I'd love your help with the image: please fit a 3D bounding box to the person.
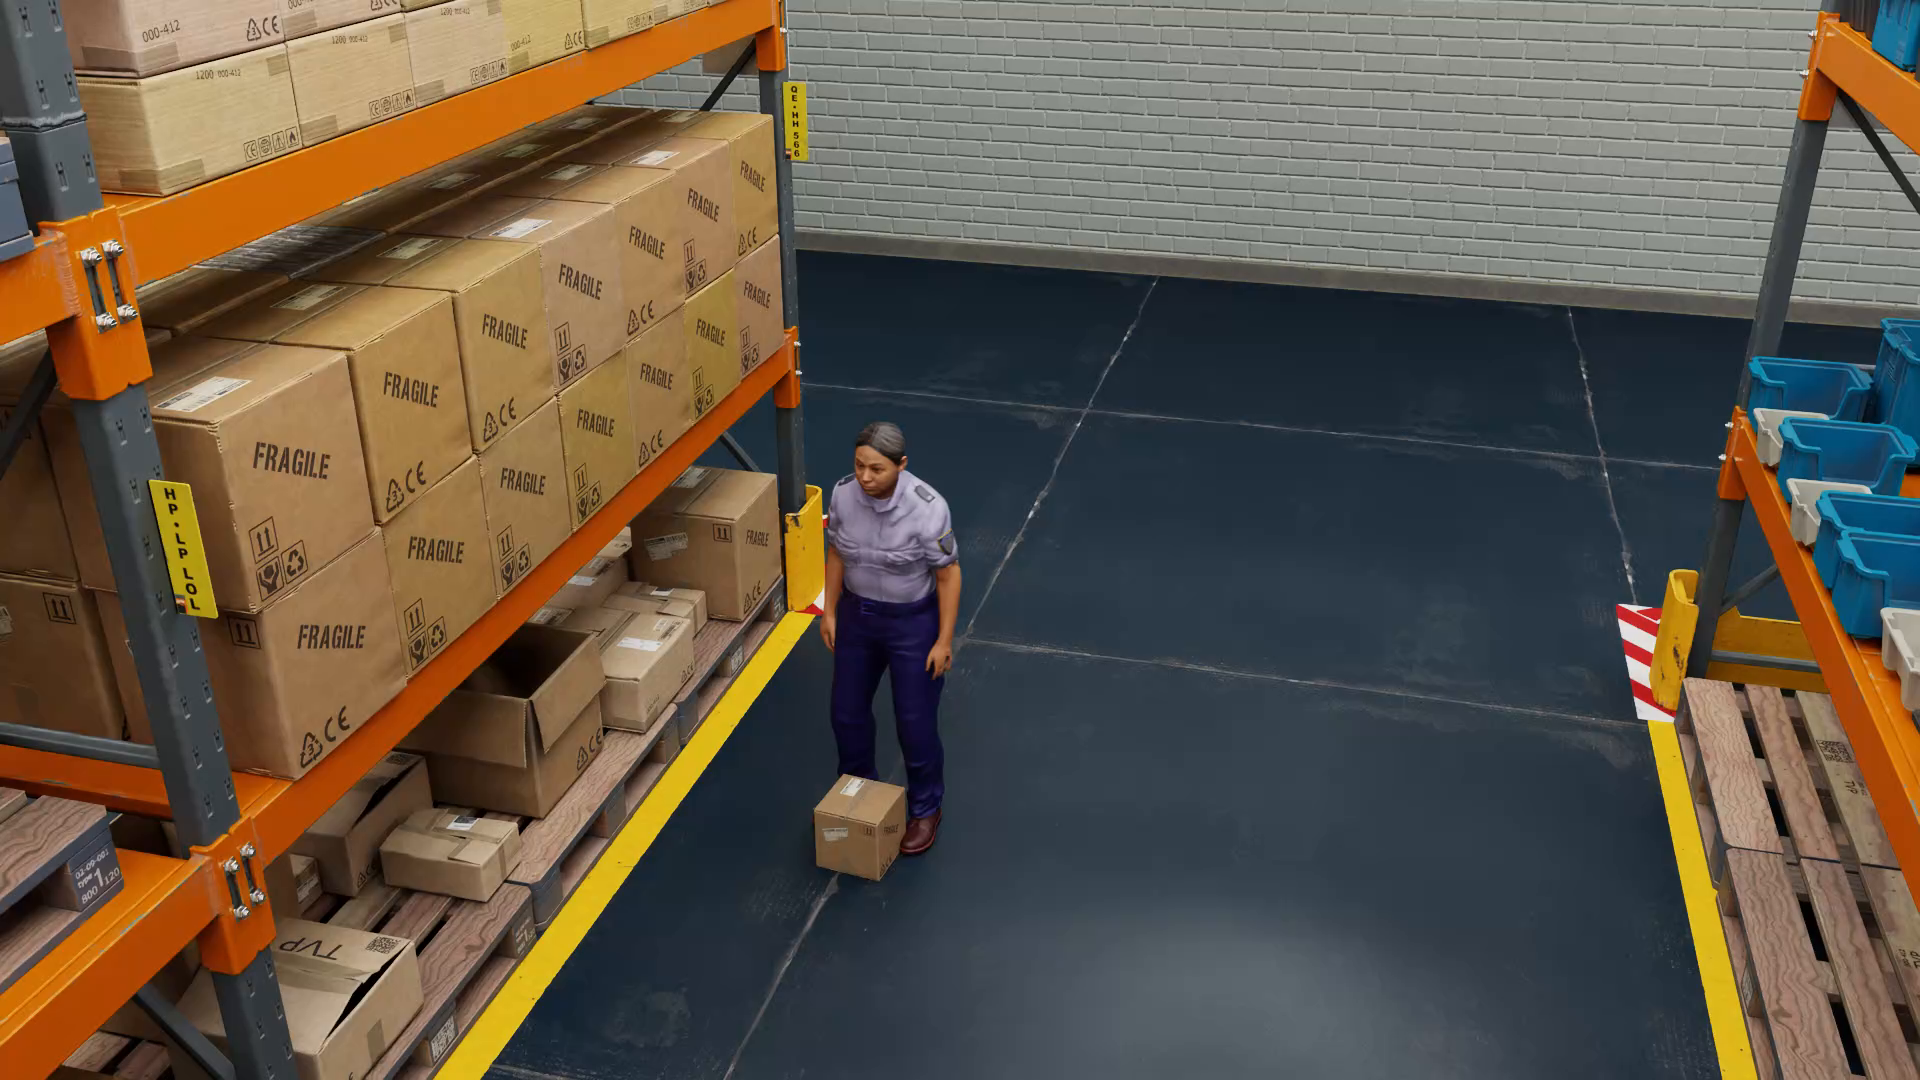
[{"bbox_3d":[-0.258,0.320,5.948,0.545,1.651,0.367,12,28,24],"label":"person"}]
